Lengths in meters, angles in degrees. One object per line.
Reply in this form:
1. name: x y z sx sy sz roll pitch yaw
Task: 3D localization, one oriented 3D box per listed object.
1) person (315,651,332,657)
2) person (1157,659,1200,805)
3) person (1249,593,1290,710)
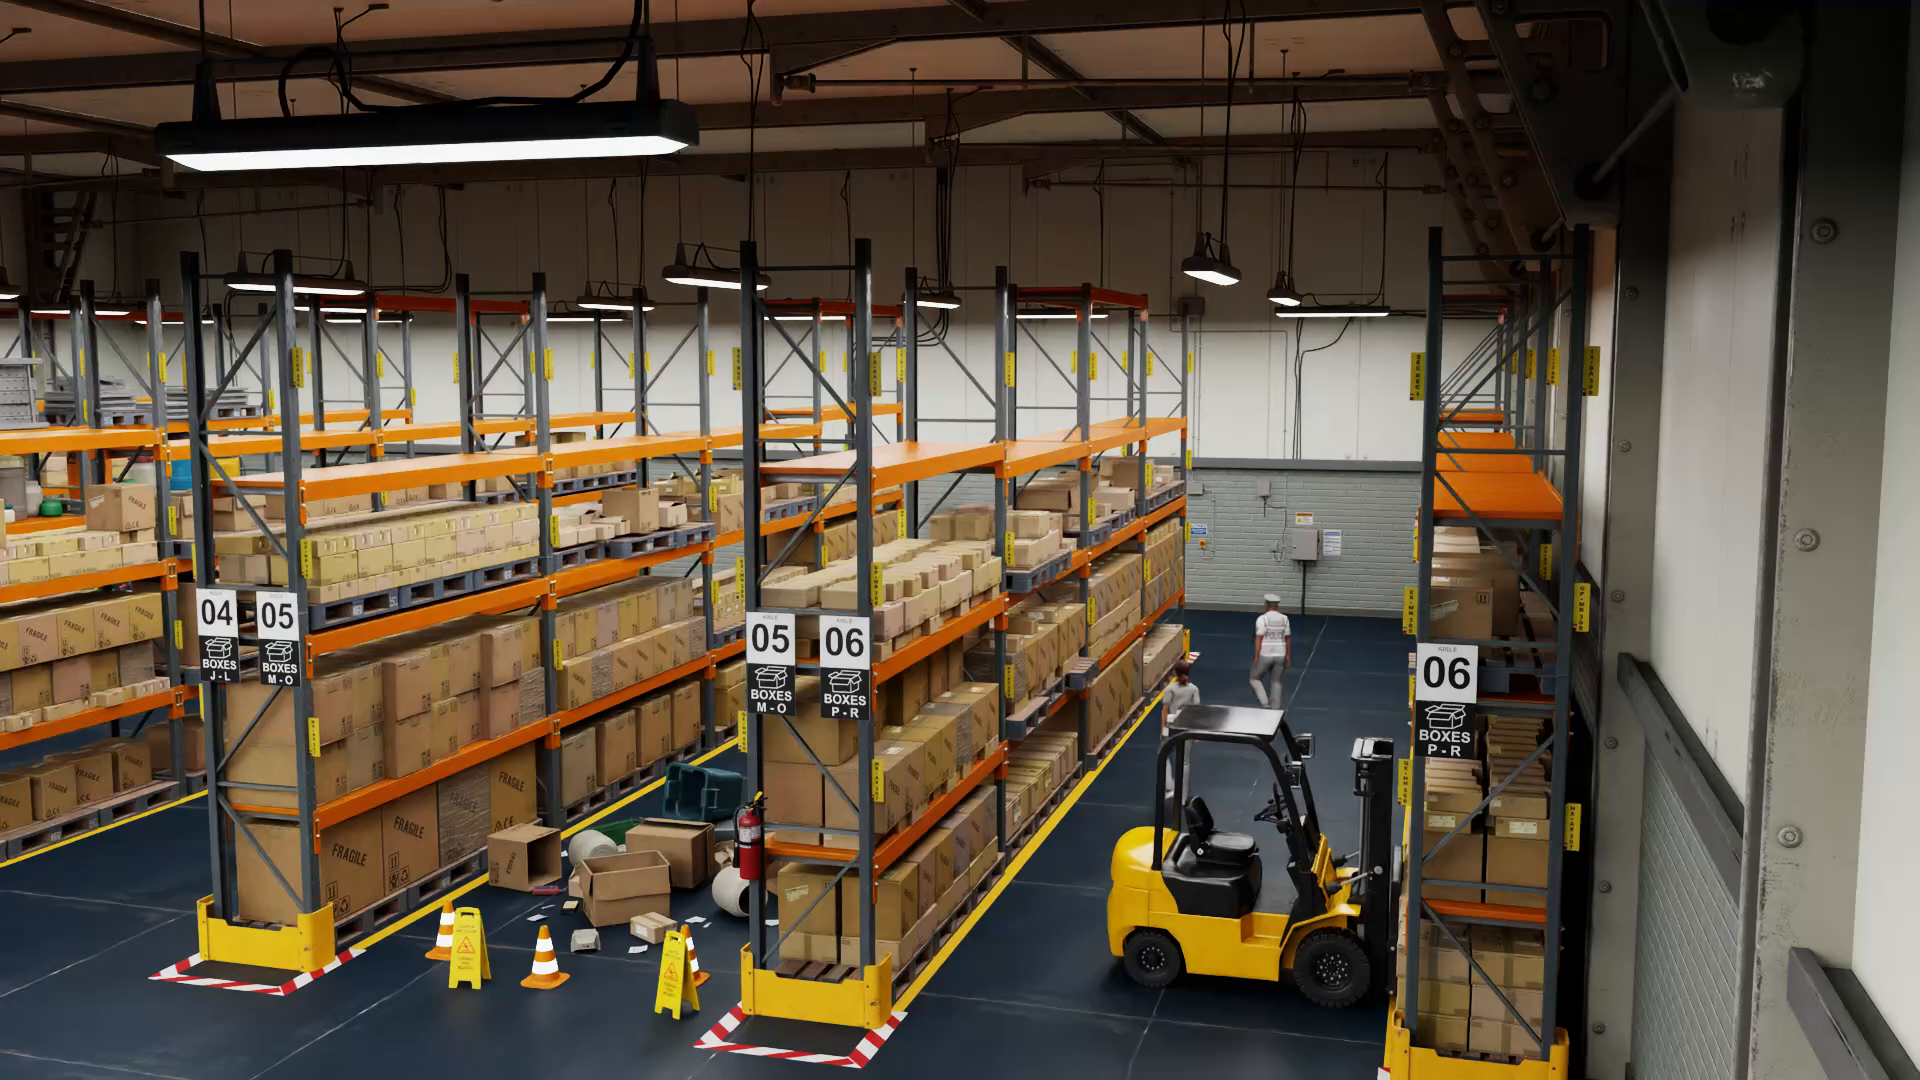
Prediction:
1. person: -7.653 2.095 20.005 0.570 1.619 1.021 1 6 7
2. person: 2.518 2.213 19.105 0.486 1.691 0.396 -1 6 -8
3. person: 4.419 1.653 23.601 0.588 1.758 0.464 -2 7 -17
